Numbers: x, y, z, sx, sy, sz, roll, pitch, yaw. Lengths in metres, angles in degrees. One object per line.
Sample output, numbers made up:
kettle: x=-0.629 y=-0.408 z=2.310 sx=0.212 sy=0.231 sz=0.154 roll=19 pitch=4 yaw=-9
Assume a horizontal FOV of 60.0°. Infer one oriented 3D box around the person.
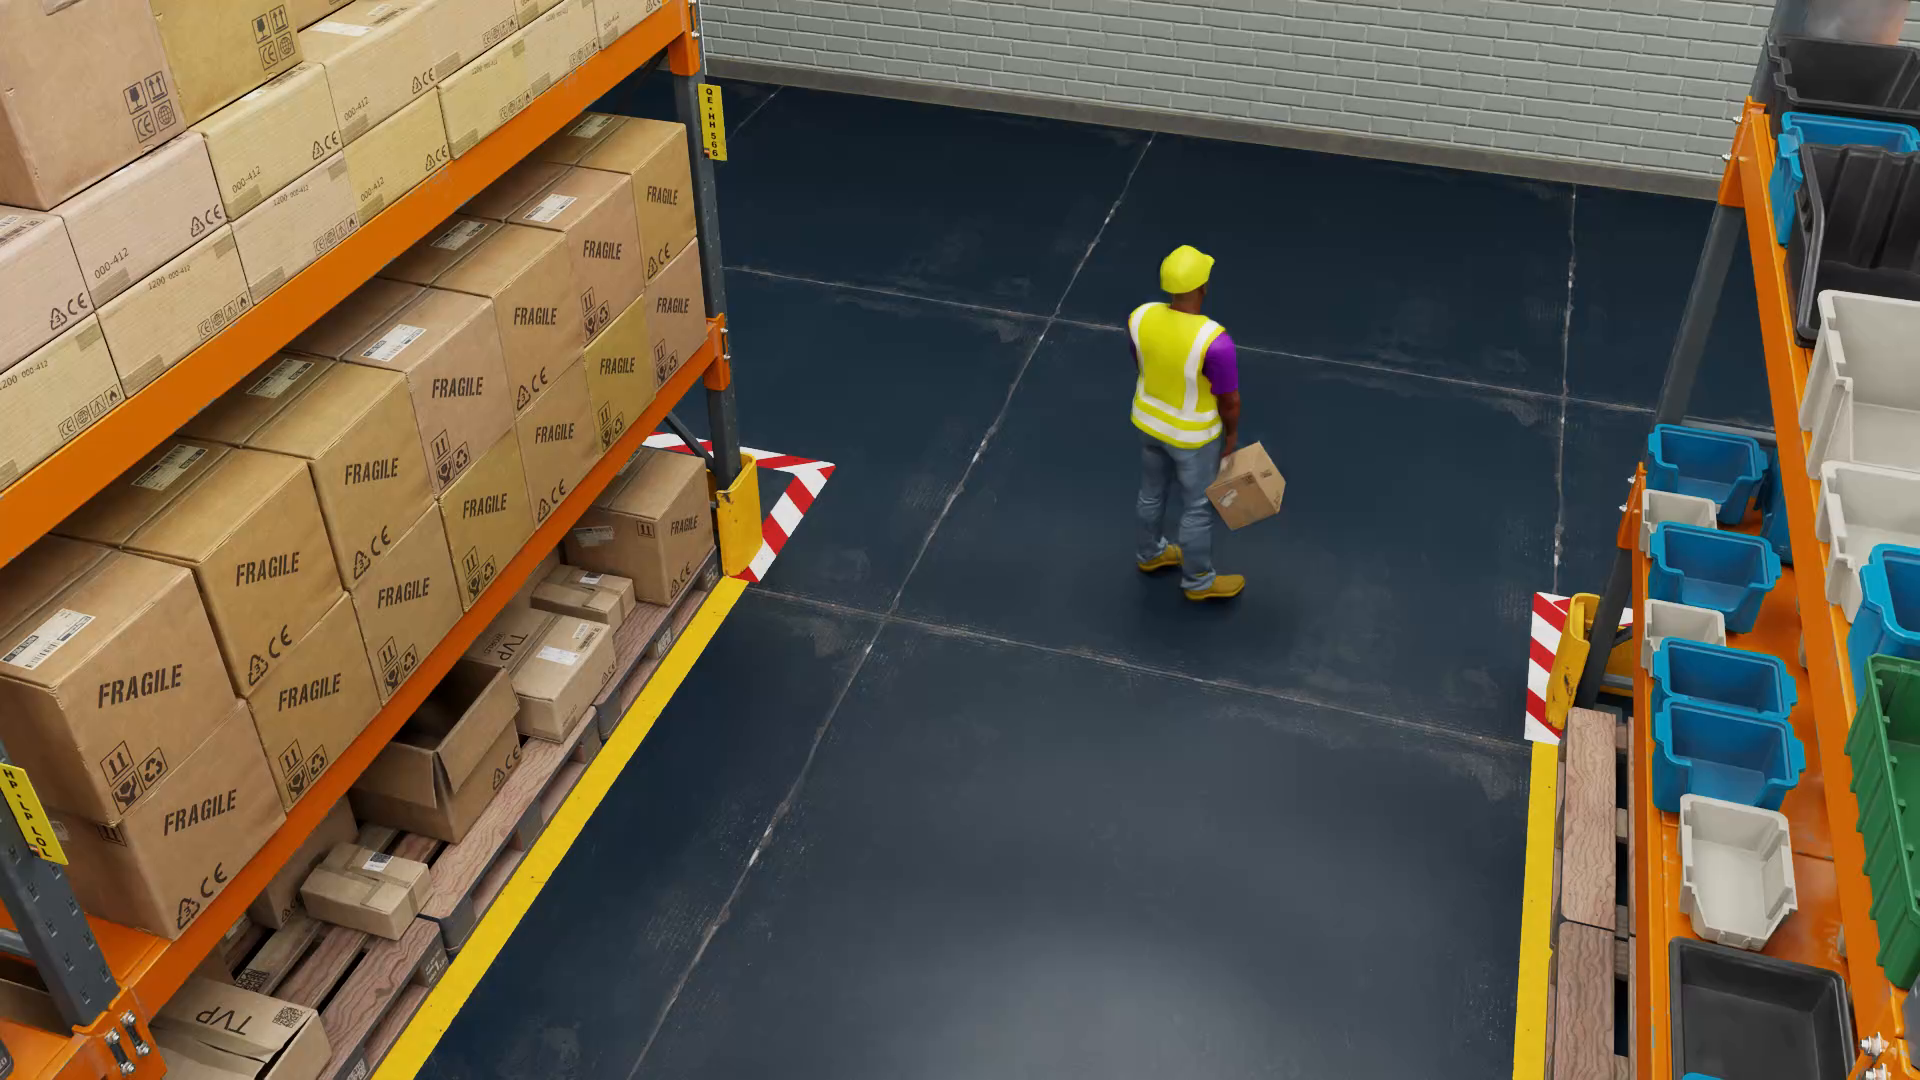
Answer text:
person: x=-0.206 y=4.035 z=1.448 sx=9.033 sy=1.776 sz=13.367 roll=29 pitch=45 yaw=33
